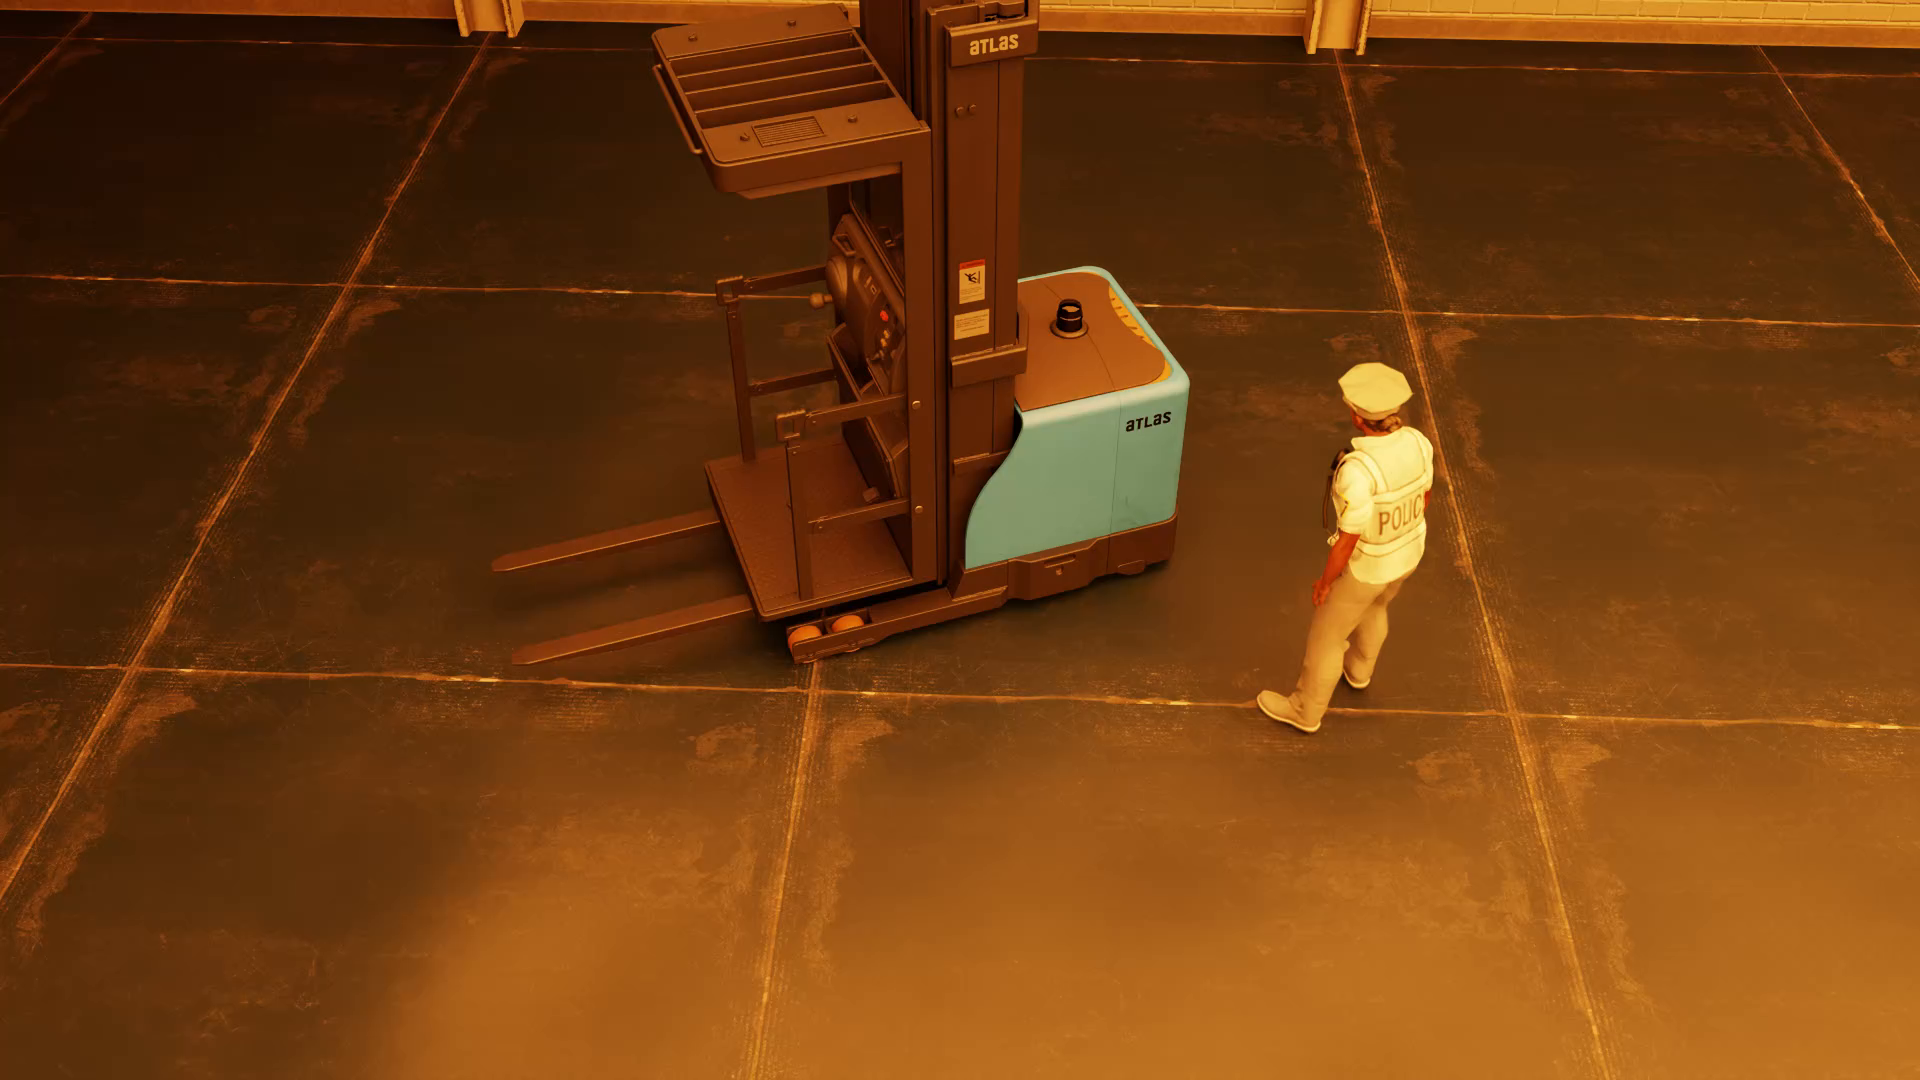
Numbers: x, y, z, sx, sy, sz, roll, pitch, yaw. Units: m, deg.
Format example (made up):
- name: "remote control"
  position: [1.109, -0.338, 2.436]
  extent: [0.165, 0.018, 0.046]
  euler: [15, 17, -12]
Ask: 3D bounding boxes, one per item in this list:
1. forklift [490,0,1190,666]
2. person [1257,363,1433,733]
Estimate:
- name: "forklift"
  position: [-0.573, -0.945, 6.778]
  extent: [3.031, 2.935, 1.130]
  euler: [-13, 44, -14]
- name: "person"
  position: [1.588, 0.065, 6.619]
  extent: [0.591, 1.667, 0.423]
  euler: [-26, 48, -26]
